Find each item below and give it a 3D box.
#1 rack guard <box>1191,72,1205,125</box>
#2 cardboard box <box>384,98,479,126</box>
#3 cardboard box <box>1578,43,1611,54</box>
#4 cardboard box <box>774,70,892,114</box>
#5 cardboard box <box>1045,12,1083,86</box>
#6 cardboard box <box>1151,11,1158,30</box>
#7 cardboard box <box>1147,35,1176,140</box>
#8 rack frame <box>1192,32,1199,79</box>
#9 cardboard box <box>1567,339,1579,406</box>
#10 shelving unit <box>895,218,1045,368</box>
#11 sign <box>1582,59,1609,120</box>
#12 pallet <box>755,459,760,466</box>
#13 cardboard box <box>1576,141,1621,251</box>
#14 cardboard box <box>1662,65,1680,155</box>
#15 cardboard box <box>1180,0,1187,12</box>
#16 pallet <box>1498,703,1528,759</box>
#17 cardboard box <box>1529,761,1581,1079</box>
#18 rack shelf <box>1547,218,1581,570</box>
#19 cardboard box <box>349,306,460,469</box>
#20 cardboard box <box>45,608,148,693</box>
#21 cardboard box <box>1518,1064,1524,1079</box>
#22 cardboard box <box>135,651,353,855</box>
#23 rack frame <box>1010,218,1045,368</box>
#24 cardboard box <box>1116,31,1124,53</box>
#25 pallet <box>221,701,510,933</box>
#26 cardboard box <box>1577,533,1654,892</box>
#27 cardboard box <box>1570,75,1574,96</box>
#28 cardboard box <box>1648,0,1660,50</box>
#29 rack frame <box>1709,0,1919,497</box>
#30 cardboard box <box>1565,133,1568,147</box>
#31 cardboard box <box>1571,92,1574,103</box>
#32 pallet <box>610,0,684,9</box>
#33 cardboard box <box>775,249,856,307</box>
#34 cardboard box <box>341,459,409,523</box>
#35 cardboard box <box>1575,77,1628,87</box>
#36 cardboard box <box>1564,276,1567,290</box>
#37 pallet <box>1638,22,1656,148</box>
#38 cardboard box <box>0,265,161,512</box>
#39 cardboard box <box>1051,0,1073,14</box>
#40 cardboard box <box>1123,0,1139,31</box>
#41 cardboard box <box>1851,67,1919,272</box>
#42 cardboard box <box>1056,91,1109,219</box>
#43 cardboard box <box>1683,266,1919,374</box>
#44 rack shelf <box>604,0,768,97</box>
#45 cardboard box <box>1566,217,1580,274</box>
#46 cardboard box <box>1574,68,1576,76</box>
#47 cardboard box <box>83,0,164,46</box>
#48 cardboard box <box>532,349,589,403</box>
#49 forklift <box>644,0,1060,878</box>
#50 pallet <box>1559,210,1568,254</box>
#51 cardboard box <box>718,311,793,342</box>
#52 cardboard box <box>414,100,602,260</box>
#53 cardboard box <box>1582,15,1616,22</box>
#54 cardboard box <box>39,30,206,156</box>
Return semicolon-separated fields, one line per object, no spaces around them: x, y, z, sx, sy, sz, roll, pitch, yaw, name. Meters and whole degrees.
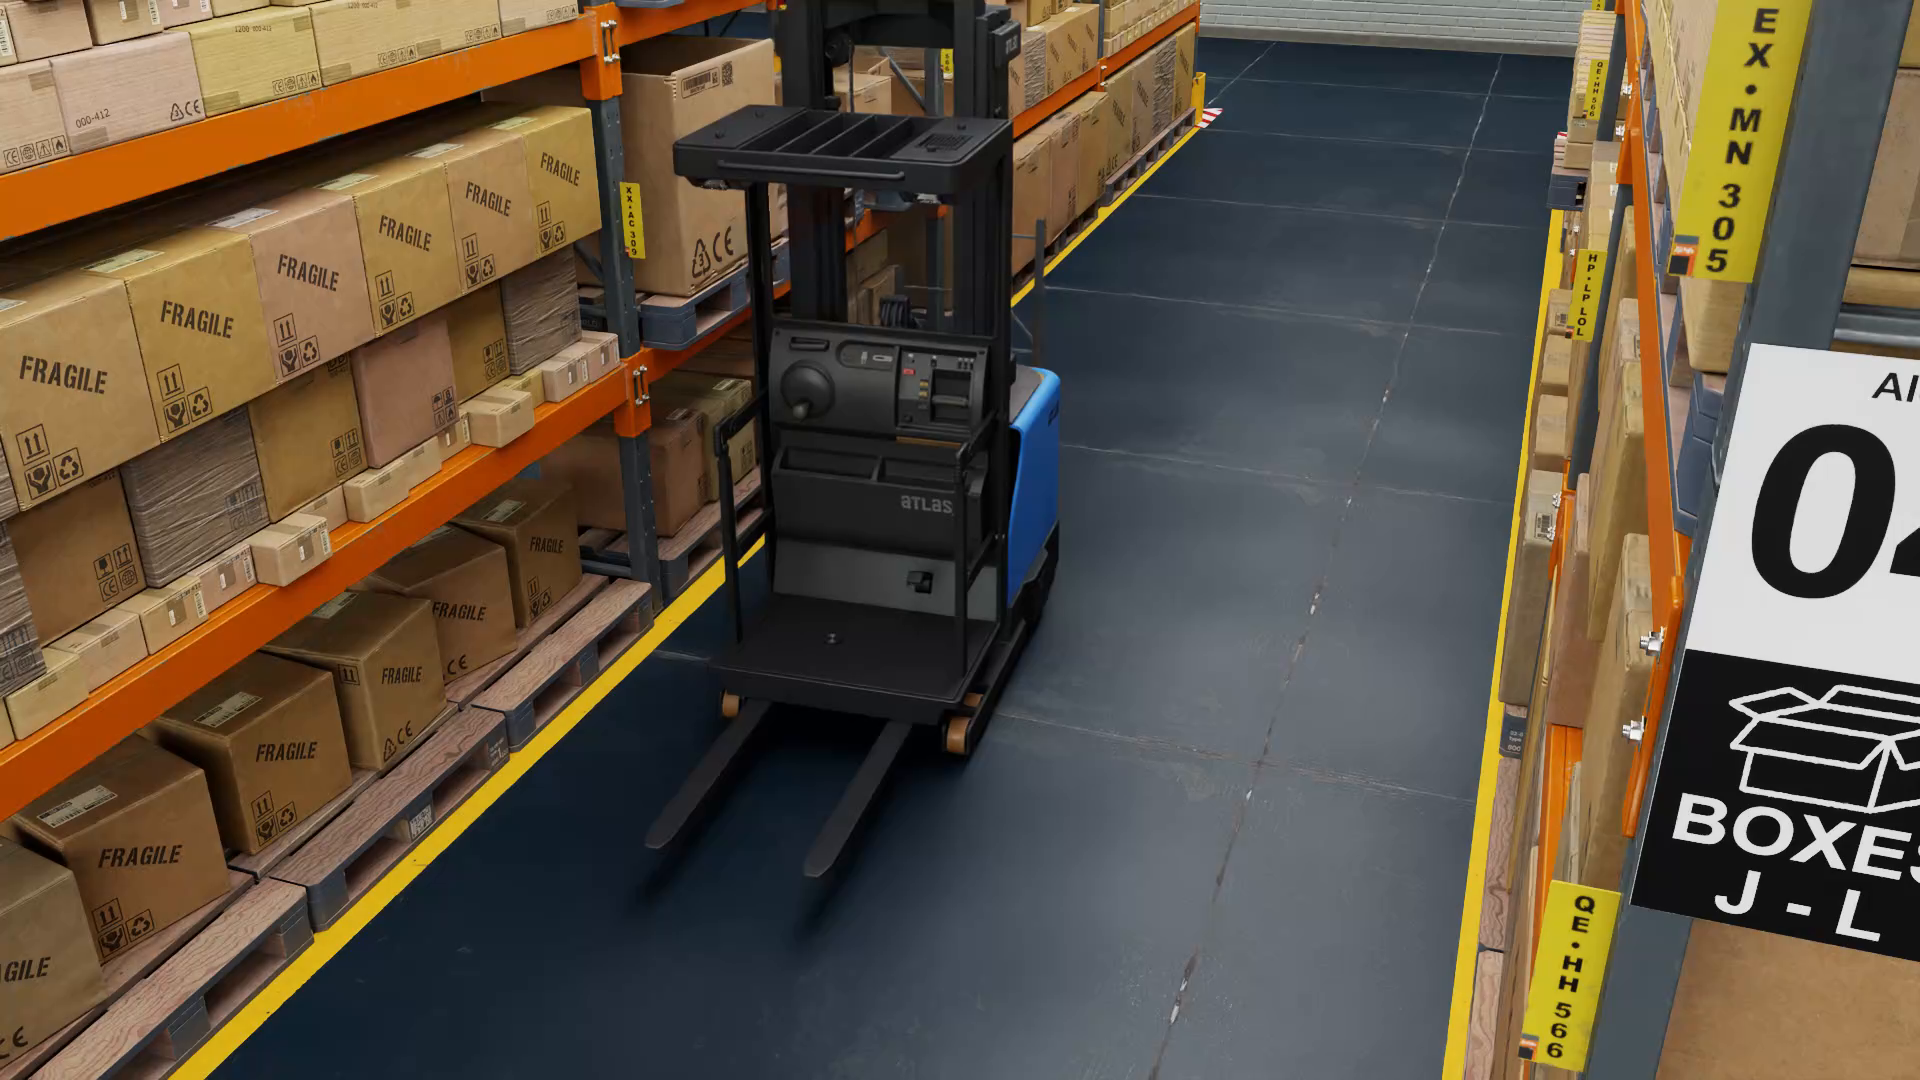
2.076;-4.875;18.246;1.175;0.500;0.348;9;27;17;rack guard
-2.315;-1.540;6.885;0.500;0.500;0.500;9;27;17;cardboard box
4.300;-3.192;11.024;0.380;0.149;0.250;10;27;19;cardboard box
-0.828;-2.465;9.803;0.700;0.500;0.500;13;29;25;cardboard box
0.667;-3.958;13.367;0.500;0.500;0.500;10;27;19;cardboard box
1.666;-4.948;15.815;0.380;0.149;0.250;8;27;16;cardboard box
1.627;-4.575;16.713;0.875;0.875;0.875;9;27;17;cardboard box
2.068;-5.991;17.681;1.000;3.000;0.127;9;27;17;rack frame
2.808;-0.804;6.854;0.500;0.500;0.500;8;27;17;cardboard box
0.071;-0.847;8.779;0.587;1.500;1.083;7;27;14;shelving unit
3.534;-2.503;9.239;0.100;0.325;0.005;9;27;17;sign
-1.264;-0.627;9.804;1.003;0.211;1.213;9;27;17;pallet
3.645;-1.842;8.997;0.500;0.500;0.500;9;27;18;cardboard box
1.601;-0.833;3.279;0.380;0.149;0.250;9;27;18;cardboard box
2.090;-5.473;16.900;0.380;0.149;0.250;9;27;18;cardboard box
2.904;0.629;7.209;1.003;0.211;1.213;9;27;17;pallet
1.630;0.890;3.298;0.875;0.550;0.550;9;27;17;cardboard box
3.384;-0.797;7.779;1.077;0.370;4.000;9;27;17;rack shelf
-2.405;-0.642;6.177;0.875;0.500;0.500;9;27;17;cardboard box
-2.675;0.309;4.958;0.380;0.149;0.250;9;27;17;cardboard box
1.550;1.824;3.496;0.875;0.875;0.875;9;27;18;cardboard box
-2.640;0.761;6.122;0.500;0.500;0.500;11;28;22;cardboard box
0.207;-1.056;9.211;0.500;1.500;0.032;7;27;14;rack frame
1.236;-4.415;14.715;0.380;0.149;0.250;8;27;16;cardboard box
-2.520;0.980;6.484;1.003;0.211;1.213;9;27;17;pallet
1.643;0.406;3.059;0.875;0.550;0.550;9;27;17;cardboard box
4.473;-3.142;11.604;0.380;0.149;0.250;8;27;15;cardboard box
2.024;-1.357;4.361;0.380;0.149;0.250;8;27;17;cardboard box
1.387;-1.355;1.222;1.000;3.000;0.127;9;27;17;rack frame
3.864;-2.389;10.049;0.380;0.149;0.250;9;27;17;cardboard box
4.040;-2.742;10.437;0.380;0.149;0.250;9;27;18;cardboard box
-1.620;-2.563;7.375;1.213;0.211;1.003;9;27;17;pallet
-0.956;-1.614;10.145;0.500;0.250;0.500;12;28;23;cardboard box
-2.233;-0.201;6.011;0.380;0.149;0.250;9;27;17;cardboard box
3.866;-2.657;9.919;0.380;0.149;0.250;8;27;17;cardboard box
4.198;-1.527;10.849;0.500;0.500;0.500;10;28;20;cardboard box
2.436;-1.274;4.599;1.003;0.211;1.213;9;27;17;pallet
-2.644;-0.435;4.604;0.500;0.500;0.500;9;27;17;cardboard box
0.532;-4.580;13.501;0.797;0.503;0.637;8;27;16;cardboard box
1.310;-4.772;14.994;0.500;0.250;0.500;9;27;17;cardboard box
1.286;-0.547;2.229;0.500;0.250;0.500;9;27;18;cardboard box
0.543;-3.314;14.108;1.225;0.875;0.875;9;27;18;cardboard box
1.178;-0.311;2.201;0.380;0.149;0.250;9;27;17;cardboard box
-1.260;-2.907;8.696;1.077;0.370;4.000;9;27;17;rack shelf
4.187;-1.872;10.700;0.500;0.250;0.500;9;27;18;cardboard box
4.472;-3.270;11.526;0.380;0.149;0.250;10;28;20;cardboard box
-2.482;-1.487;4.651;0.380;0.149;0.250;8;27;15;cardboard box
-1.812;-0.714;7.071;0.380;0.149;0.250;9;27;17;cardboard box
-0.399;-0.615;6.657;1.130;2.935;3.031;7;27;14;forklift
5.570;-2.612;13.903;1.003;0.211;1.213;9;27;17;pallet
-1.153;-1.034;9.807;0.700;0.500;0.500;11;28;22;cardboard box
-1.816;-1.463;6.727;0.500;0.500;0.500;9;27;17;cardboard box
4.728;-3.719;12.113;0.380;0.149;0.250;10;27;19;cardboard box
-2.518;-1.274;4.670;0.500;0.250;0.500;9;27;17;cardboard box
